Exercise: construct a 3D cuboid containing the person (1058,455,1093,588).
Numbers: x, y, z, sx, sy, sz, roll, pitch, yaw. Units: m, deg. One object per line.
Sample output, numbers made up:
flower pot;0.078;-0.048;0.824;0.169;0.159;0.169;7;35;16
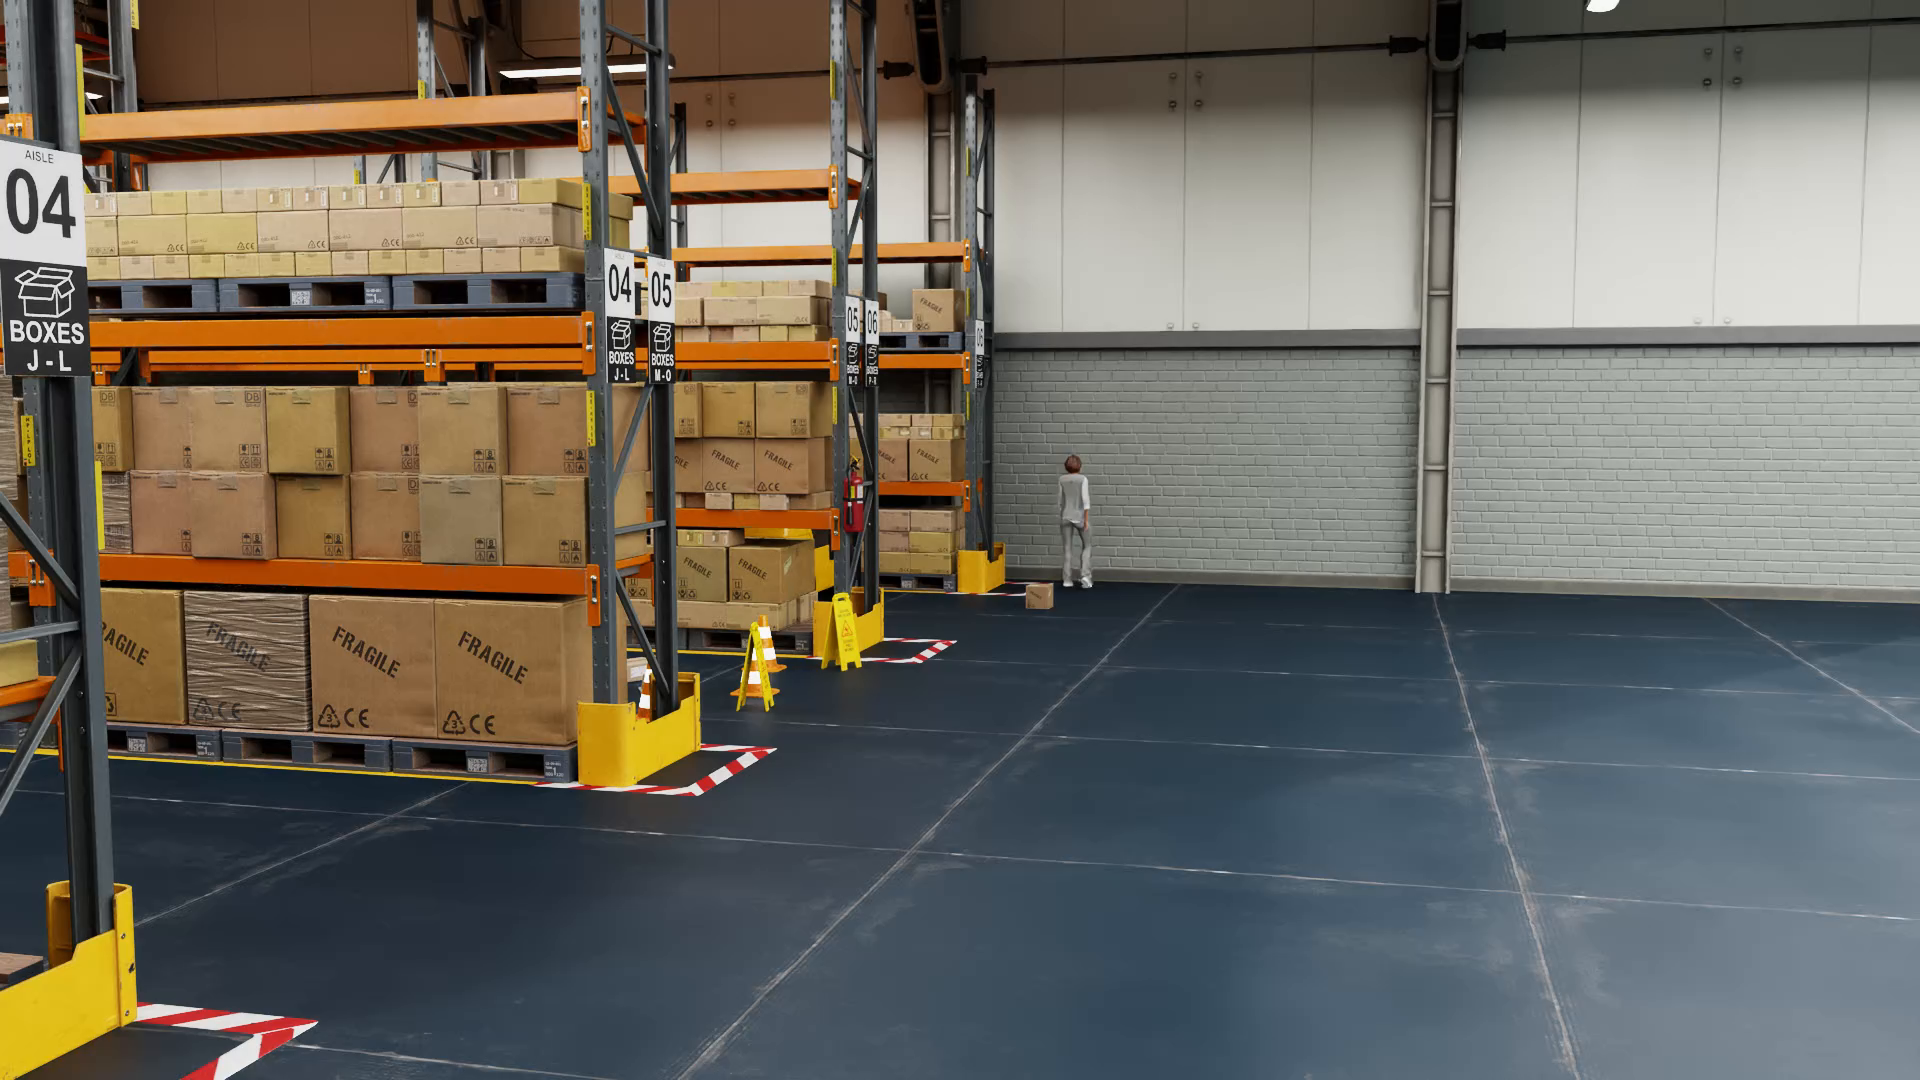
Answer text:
person;1.375;-0.201;19.971;0.430;1.652;0.528;2;5;18
